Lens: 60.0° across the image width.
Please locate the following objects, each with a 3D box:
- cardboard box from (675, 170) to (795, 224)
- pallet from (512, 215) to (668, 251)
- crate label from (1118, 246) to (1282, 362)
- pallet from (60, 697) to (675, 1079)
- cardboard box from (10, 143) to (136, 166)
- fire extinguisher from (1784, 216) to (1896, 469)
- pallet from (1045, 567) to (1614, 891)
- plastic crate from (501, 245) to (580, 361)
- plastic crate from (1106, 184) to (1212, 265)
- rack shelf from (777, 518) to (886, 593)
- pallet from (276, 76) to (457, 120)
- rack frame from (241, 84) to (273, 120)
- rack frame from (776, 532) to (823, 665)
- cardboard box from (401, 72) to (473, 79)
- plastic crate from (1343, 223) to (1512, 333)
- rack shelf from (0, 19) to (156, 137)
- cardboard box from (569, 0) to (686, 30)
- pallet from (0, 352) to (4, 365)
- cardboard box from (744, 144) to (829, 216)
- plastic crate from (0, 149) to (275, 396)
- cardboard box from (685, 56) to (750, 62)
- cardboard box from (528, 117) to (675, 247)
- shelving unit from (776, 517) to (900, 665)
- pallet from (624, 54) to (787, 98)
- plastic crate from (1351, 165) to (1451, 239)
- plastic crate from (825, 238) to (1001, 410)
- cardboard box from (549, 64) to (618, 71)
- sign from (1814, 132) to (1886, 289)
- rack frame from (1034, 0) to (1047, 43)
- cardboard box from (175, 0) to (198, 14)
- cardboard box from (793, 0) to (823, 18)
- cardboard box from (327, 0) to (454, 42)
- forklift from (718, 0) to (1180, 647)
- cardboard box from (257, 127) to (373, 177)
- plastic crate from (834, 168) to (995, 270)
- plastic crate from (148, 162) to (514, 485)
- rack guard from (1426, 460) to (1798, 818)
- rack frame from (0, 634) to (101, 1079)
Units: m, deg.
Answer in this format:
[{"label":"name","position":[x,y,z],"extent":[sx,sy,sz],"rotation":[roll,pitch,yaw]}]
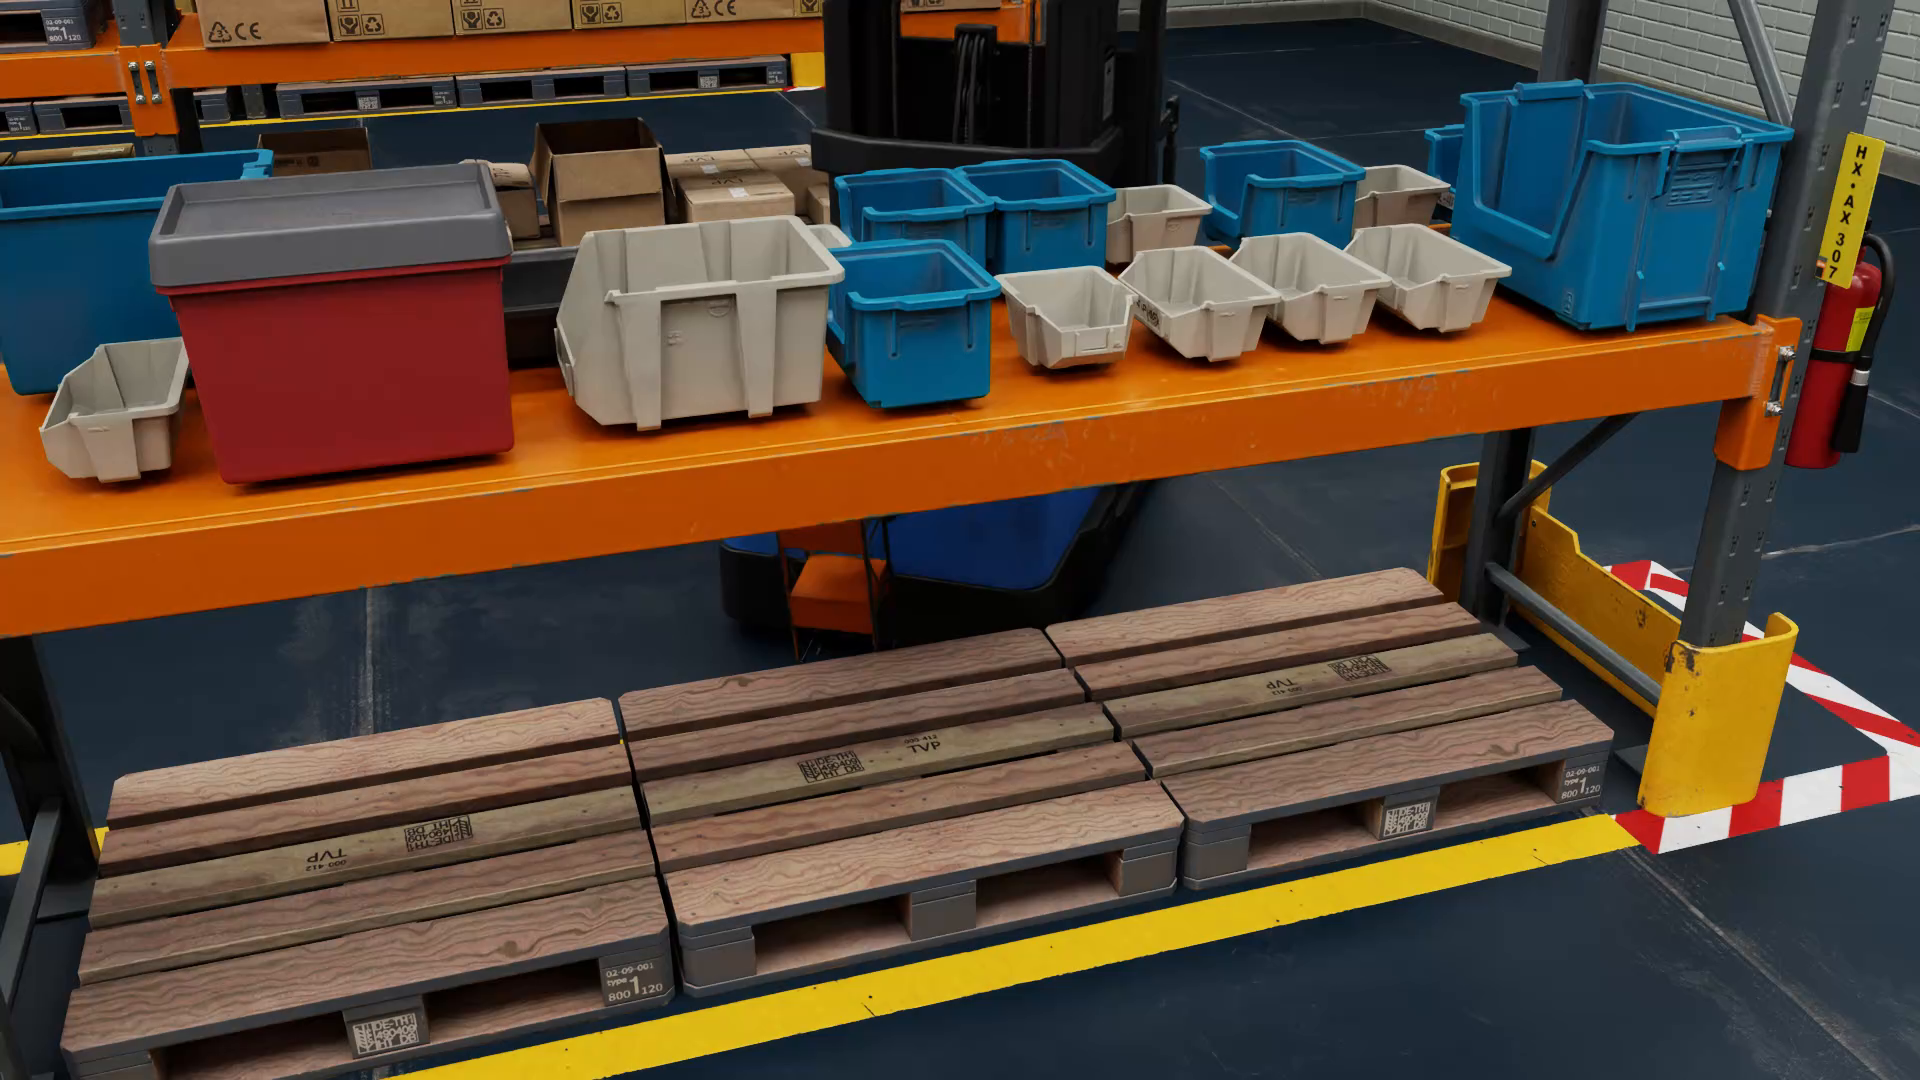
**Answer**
[{"label":"cardboard box","position":[-1.120,-1.642,8.281],"extent":[0.500,0.250,0.500],"rotation":[-8,28,-16]},{"label":"pallet","position":[-1.755,-1.437,8.408],"extent":[1.213,0.211,1.003],"rotation":[-8,28,-16]},{"label":"crate label","position":[0.507,-0.516,3.645],"extent":[0.243,0.136,0.396],"rotation":[-8,28,-16]},{"label":"pallet","position":[-1.353,0.804,3.894],"extent":[1.213,0.211,1.003],"rotation":[-8,28,-16]},{"label":"cardboard box","position":[-4.106,-1.537,7.788],"extent":[0.500,0.500,0.500],"rotation":[-10,28,-18]},{"label":"fire extinguisher","position":[2.048,-0.506,3.901],"extent":[0.183,0.674,0.296],"rotation":[-8,28,-16]},{"label":"pallet","position":[0.967,0.468,4.571],"extent":[1.213,0.211,1.003],"rotation":[-8,28,-16]},{"label":"plastic crate","position":[-1.059,-0.499,3.624],"extent":[0.590,0.125,0.437],"rotation":[-8,28,-16]},{"label":"plastic crate","position":[0.451,-0.790,4.197],"extent":[0.298,0.136,0.250],"rotation":[-8,28,-16]},{"label":"rack shelf","position":[-0.351,-0.028,4.579],"extent":[0.240,0.259,0.215],"rotation":[5,37,13]},{"label":"pallet","position":[-4.361,-3.339,12.239],"extent":[1.213,0.211,1.003],"rotation":[-8,28,-16]},{"label":"rack frame","position":[-5.108,-4.517,11.474],"extent":[0.127,3.000,1.000],"rotation":[-8,28,-16]},{"label":"rack frame","position":[-0.470,-0.047,4.599],"extent":[0.008,1.050,0.200],"rotation":[5,37,13]},{"label":"cardboard box","position":[-3.886,-3.713,12.194],"extent":[0.500,0.500,0.700],"rotation":[-9,28,-17]},{"label":"plastic crate","position":[1.044,-0.599,3.811],"extent":[0.243,0.136,0.396],"rotation":[-8,28,-16]},{"label":"rack shelf","position":[-5.472,-1.825,6.862],"extent":[4.000,0.370,1.077],"rotation":[-8,28,-16]},{"label":"cardboard box","position":[-1.556,-2.633,7.568],"extent":[0.500,0.500,0.500],"rotation":[-9,28,-17]},{"label":"pallet","position":[-4.332,-1.046,7.619],"extent":[1.213,0.211,1.003],"rotation":[-8,28,-16]},{"label":"cardboard box","position":[-0.847,-1.915,8.832],"extent":[0.500,0.250,0.500],"rotation":[-8,28,-16]},{"label":"plastic crate","position":[-1.702,-0.556,3.447],"extent":[0.575,0.384,0.392],"rotation":[-8,28,-16]},{"label":"cardboard box","position":[-1.939,-3.997,12.767],"extent":[0.500,0.500,0.700],"rotation":[-8,28,-16]},{"label":"cardboard box","position":[-1.786,-1.762,8.239],"extent":[0.637,0.503,0.797],"rotation":[-8,28,-16]},{"label":"shelving unit","position":[-0.351,-0.037,4.573],"extent":[0.252,1.050,0.215],"rotation":[5,37,13]},{"label":"pallet","position":[-2.041,-3.675,12.916],"extent":[1.213,0.211,1.003],"rotation":[-8,28,-16]},{"label":"plastic crate","position":[1.096,-0.883,4.385],"extent":[0.298,0.136,0.250],"rotation":[-8,28,-16]},{"label":"plastic crate","position":[-0.110,-0.439,3.382],"extent":[0.300,0.233,0.416],"rotation":[-8,28,-16]},{"label":"cardboard box","position":[-2.893,-3.859,12.488],"extent":[0.500,0.500,0.700],"rotation":[-9,28,-18]},{"label":"sign","position":[1.949,-0.721,3.646],"extent":[0.005,0.325,0.100],"rotation":[-8,28,-16]},{"label":"rack frame","position":[0.233,-2.973,8.366],"extent":[0.127,3.000,1.000],"rotation":[-8,28,-16]},{"label":"cardboard box","position":[-5.686,-3.597,11.568],"extent":[0.750,0.750,0.750],"rotation":[-8,27,-15]},{"label":"cardboard box","position":[-0.601,-2.769,7.841],"extent":[0.500,0.500,0.500],"rotation":[-8,28,-16]},{"label":"cardboard box","position":[-2.515,-2.494,7.288],"extent":[0.500,0.500,0.500],"rotation":[-8,27,-15]},{"label":"forklift","position":[0.191,-1.584,5.644],"extent":[1.130,2.935,3.031],"rotation":[8,27,16]},{"label":"cardboard box","position":[-3.116,-1.698,8.114],"extent":[0.500,0.500,0.500],"rotation":[-8,28,-16]},{"label":"plastic crate","position":[-0.111,-0.713,3.934],"extent":[0.300,0.233,0.416],"rotation":[-8,28,-16]},{"label":"plastic crate","position":[-1.113,-0.400,3.044],"extent":[0.583,0.464,0.402],"rotation":[-8,28,-16]},{"label":"rack guard","position":[1.782,0.232,4.720],"extent":[0.348,0.500,1.175],"rotation":[-8,28,-16]},{"label":"rack frame","position":[-2.040,-0.328,3.037],"extent":[0.127,3.000,1.000],"rotation":[-8,28,-16]}]
